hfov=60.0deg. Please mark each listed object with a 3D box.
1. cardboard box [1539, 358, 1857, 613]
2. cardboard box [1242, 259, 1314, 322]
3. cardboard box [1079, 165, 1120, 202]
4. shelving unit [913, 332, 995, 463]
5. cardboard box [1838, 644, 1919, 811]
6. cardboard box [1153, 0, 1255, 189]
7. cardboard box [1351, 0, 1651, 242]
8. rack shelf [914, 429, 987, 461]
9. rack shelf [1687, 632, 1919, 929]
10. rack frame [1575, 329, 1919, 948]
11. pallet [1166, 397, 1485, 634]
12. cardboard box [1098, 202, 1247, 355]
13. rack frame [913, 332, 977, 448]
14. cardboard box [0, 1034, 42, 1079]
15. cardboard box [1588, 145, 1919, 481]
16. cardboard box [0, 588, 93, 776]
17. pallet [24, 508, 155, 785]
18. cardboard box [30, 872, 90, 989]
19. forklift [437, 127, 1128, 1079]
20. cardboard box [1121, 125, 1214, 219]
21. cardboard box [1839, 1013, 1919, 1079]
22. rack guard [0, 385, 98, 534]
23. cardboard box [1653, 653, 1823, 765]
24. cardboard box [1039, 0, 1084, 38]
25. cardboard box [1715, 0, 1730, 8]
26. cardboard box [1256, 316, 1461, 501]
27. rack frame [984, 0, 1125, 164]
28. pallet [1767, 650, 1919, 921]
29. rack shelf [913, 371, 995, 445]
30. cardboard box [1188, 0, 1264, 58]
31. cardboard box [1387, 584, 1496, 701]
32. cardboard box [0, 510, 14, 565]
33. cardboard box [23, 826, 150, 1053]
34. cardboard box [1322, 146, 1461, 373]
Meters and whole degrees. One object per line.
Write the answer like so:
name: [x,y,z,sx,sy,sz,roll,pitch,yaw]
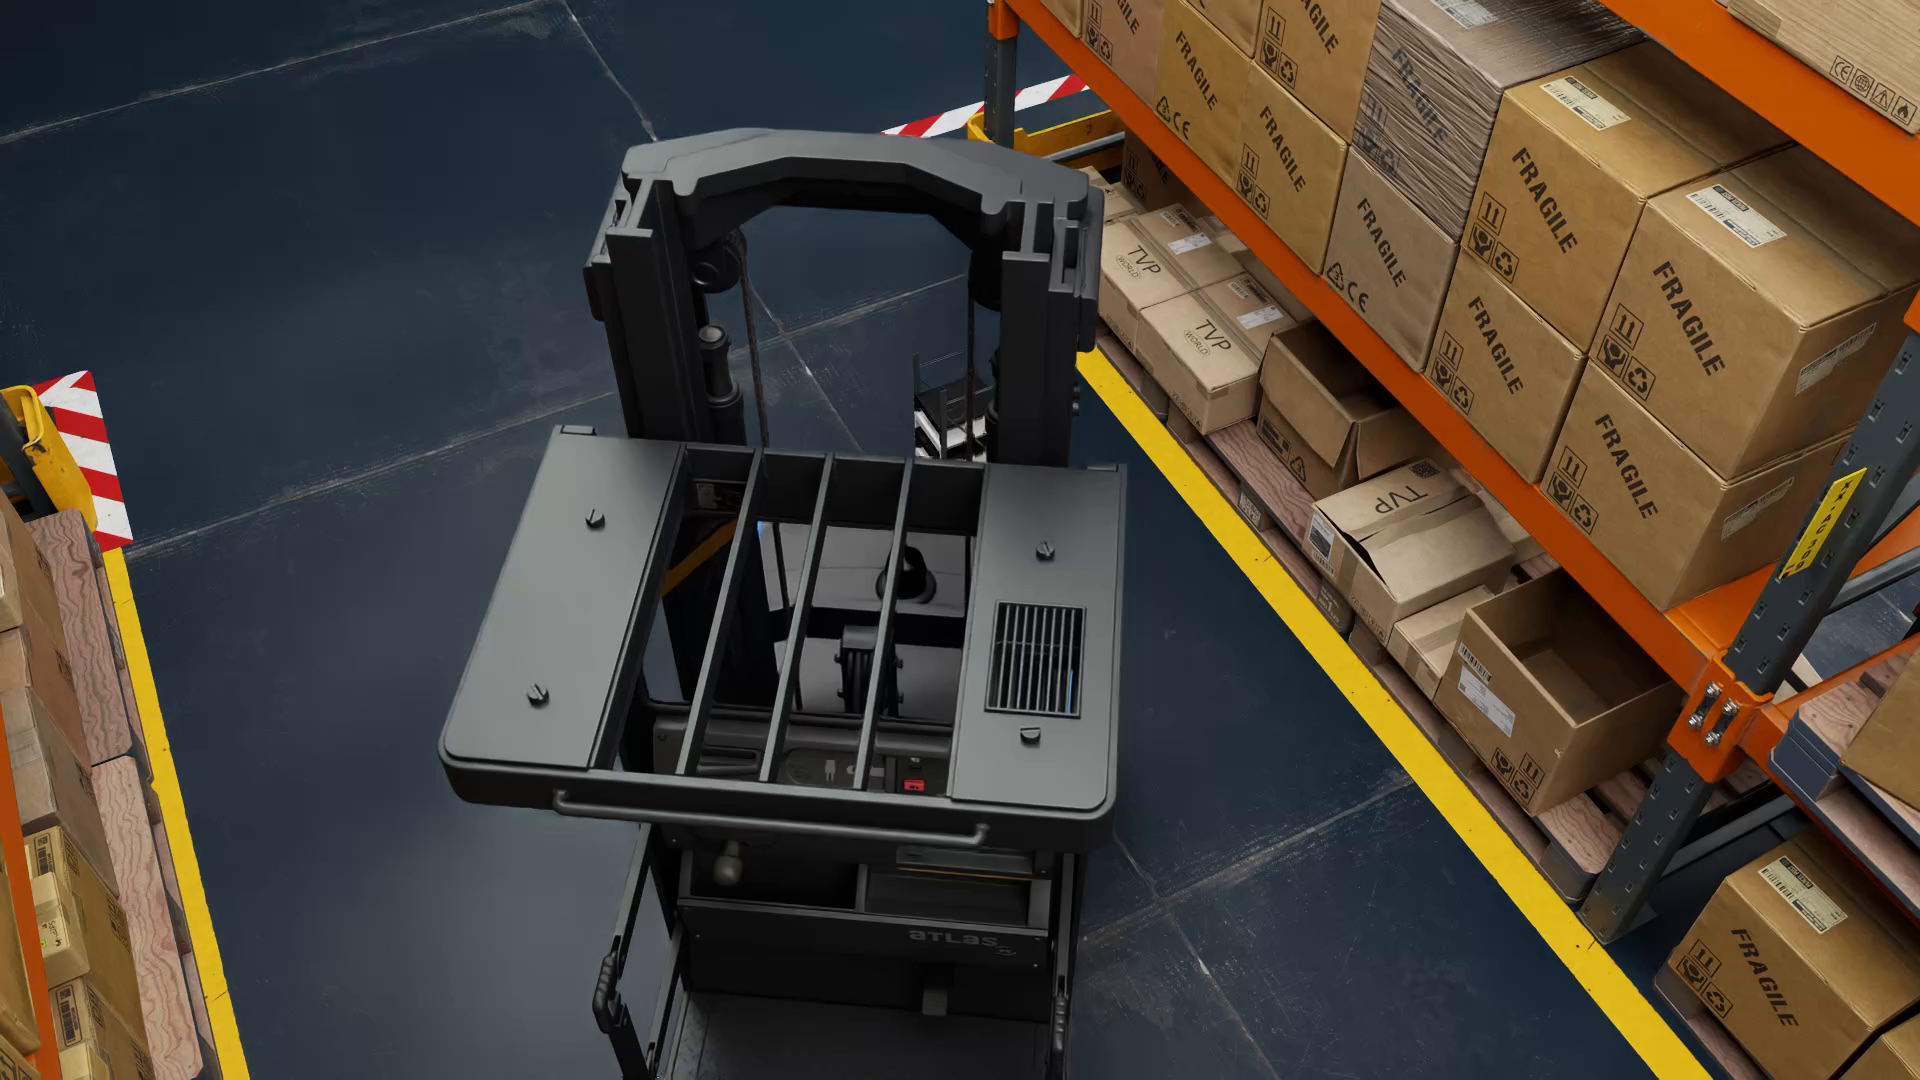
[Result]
cardboard box: [1.947,-0.219,4.383,0.500,0.500,0.500,-20,52,-17]
cardboard box: [1.449,-0.932,6.607,0.500,0.250,0.500,-21,52,-18]
cardboard box: [0.459,-1.425,7.105,0.380,0.149,0.250,-21,52,-18]
shelving unit: [-0.004,-0.302,5.916,0.258,0.900,0.210,-21,52,-18]
cardboard box: [2.421,0.283,3.665,0.500,0.500,0.700,35,58,27]
cardboard box: [1.010,-1.582,5.574,0.500,0.500,0.500,-21,52,-18]
cardboard box: [1.475,-1.231,4.603,0.500,0.500,0.500,-21,52,-17]
rack shelf: [-0.004,-0.339,5.873,0.258,0.077,0.200,-21,52,-18]
rack shelf: [3.319,1.635,3.305,1.077,0.370,4.000,-21,52,-18]
rack frame: [2.404,0.060,4.205,1.000,3.000,0.127,-21,52,-18]
pallet: [1.528,-0.300,6.372,1.003,0.211,1.213,-21,52,-18]
cardboard box: [0.799,-1.061,6.719,0.500,0.250,0.500,-21,52,-18]
rack frame: [-0.050,-0.370,5.976,0.240,0.900,0.006,-21,52,-18]
cardboard box: [-2.233,1.301,2.920,0.980,0.700,0.700,-20,52,-17]
cardboard box: [1.942,-0.552,4.009,0.500,0.500,0.500,-21,52,-17]
cardboard box: [-3.191,0.545,5.162,0.700,0.500,0.500,-21,52,-18]
pallet: [-3.394,0.518,5.657,1.003,0.211,1.213,-21,52,-18]
cardboard box: [-2.484,1.063,4.279,0.380,0.149,0.250,-23,53,-19]
forklift: [-0.257,0.725,3.669,1.130,2.935,3.031,4,49,4]
cardboard box: [1.041,-1.660,7.078,0.500,0.500,0.500,-21,52,-18]
cardboard box: [2.662,1.499,4.315,0.500,0.500,0.500,-20,52,-17]
rack guard: [-3.841,-0.102,6.007,1.175,0.500,0.348,-21,52,-18]
cardboard box: [2.404,0.445,5.362,0.500,0.311,0.500,-21,52,-18]
cardboard box: [0.542,-2.262,6.170,0.500,0.500,0.500,-20,52,-17]
cardboard box: [1.725,-1.450,3.633,0.500,0.250,0.500,-21,52,-18]
cardboard box: [1.539,-0.519,6.077,0.797,0.503,0.637,-21,52,-18]
rack frame: [0.573,-2.617,6.546,1.000,3.000,0.127,-21,52,-18]
pallet: [2.672,0.695,3.777,1.003,0.211,1.213,-21,52,-18]
rack shelf: [-0.004,-0.458,5.738,0.258,0.077,0.200,-21,52,-18]
cardboard box: [1.012,-1.908,5.195,0.500,0.500,0.500,-21,52,-17]
cardboard box: [1.666,0.340,5.562,0.380,0.149,0.250,-21,52,-18]
cardboard box: [-3.200,0.020,5.191,0.380,0.149,0.250,-22,52,-18]
cardboard box: [-2.710,1.236,4.558,0.700,0.500,0.500,-20,52,-17]
cardboard box: [1.472,-0.907,4.984,0.500,0.500,0.500,-20,52,-17]
